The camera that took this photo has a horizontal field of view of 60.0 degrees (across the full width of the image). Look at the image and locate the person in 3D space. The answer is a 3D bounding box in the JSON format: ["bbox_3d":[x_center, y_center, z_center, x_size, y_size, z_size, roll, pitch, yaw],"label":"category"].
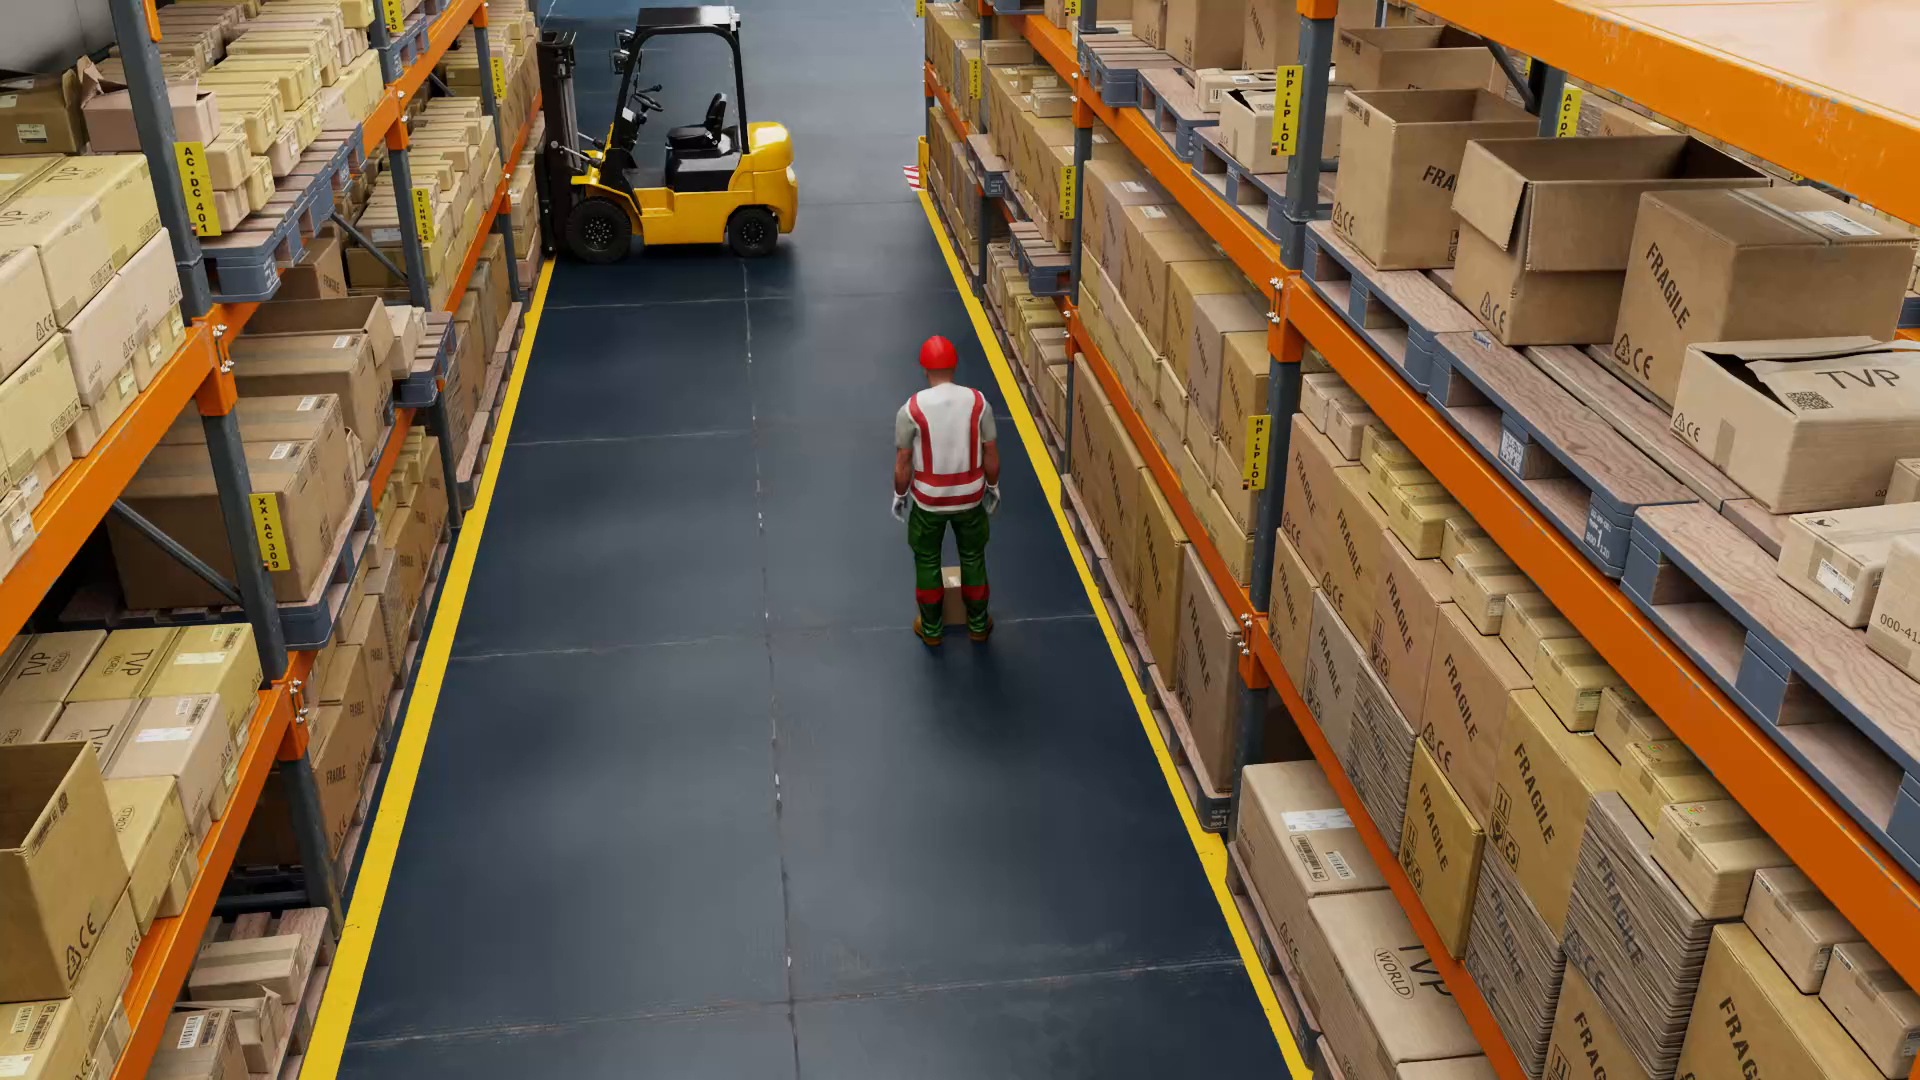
[{"bbox_3d":[-0.067,-0.254,9.101,0.607,1.780,0.450,-3,27,-6],"label":"person"}]
